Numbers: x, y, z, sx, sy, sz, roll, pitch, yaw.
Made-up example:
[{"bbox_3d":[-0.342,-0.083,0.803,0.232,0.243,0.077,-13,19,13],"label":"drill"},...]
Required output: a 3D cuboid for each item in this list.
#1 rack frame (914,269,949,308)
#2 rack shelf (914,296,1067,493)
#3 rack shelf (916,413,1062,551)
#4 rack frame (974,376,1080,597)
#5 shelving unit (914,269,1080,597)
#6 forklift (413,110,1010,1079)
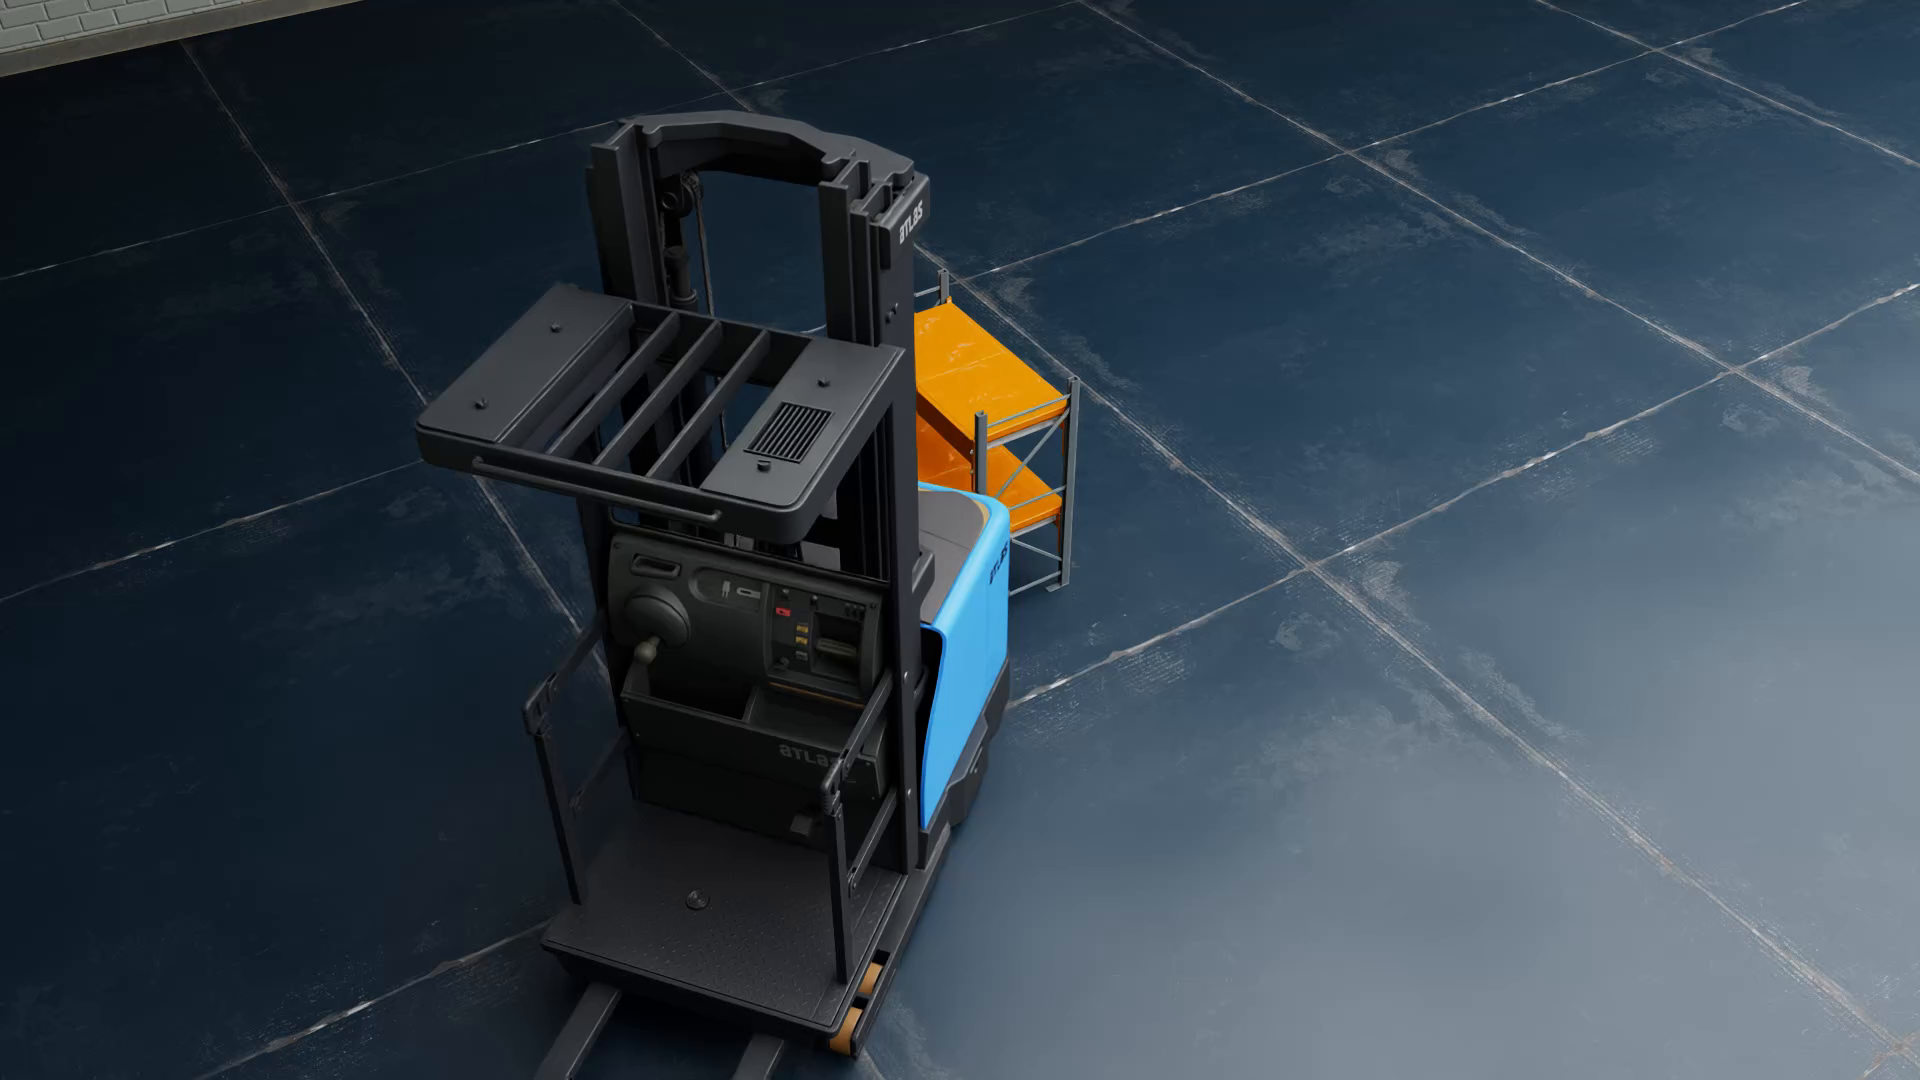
[{"bbox_3d":[-0.270,-0.703,7.775,0.500,1.125,0.032,-22,45,-24],"label":"rack frame"},{"bbox_3d":[0.004,-0.653,7.259,0.538,0.278,1.000,-22,45,-24],"label":"rack shelf"},{"bbox_3d":[0.004,-0.241,7.603,0.538,0.278,1.000,-22,45,-24],"label":"rack shelf"},{"bbox_3d":[0.277,-0.154,7.117,0.500,1.125,0.032,-22,45,-24],"label":"rack frame"},{"bbox_3d":[0.004,-0.428,7.446,0.538,1.125,1.048,-22,45,-24],"label":"shelving unit"},{"bbox_3d":[-0.759,0.335,5.119,1.130,2.935,3.031,13,41,15],"label":"forklift"}]
